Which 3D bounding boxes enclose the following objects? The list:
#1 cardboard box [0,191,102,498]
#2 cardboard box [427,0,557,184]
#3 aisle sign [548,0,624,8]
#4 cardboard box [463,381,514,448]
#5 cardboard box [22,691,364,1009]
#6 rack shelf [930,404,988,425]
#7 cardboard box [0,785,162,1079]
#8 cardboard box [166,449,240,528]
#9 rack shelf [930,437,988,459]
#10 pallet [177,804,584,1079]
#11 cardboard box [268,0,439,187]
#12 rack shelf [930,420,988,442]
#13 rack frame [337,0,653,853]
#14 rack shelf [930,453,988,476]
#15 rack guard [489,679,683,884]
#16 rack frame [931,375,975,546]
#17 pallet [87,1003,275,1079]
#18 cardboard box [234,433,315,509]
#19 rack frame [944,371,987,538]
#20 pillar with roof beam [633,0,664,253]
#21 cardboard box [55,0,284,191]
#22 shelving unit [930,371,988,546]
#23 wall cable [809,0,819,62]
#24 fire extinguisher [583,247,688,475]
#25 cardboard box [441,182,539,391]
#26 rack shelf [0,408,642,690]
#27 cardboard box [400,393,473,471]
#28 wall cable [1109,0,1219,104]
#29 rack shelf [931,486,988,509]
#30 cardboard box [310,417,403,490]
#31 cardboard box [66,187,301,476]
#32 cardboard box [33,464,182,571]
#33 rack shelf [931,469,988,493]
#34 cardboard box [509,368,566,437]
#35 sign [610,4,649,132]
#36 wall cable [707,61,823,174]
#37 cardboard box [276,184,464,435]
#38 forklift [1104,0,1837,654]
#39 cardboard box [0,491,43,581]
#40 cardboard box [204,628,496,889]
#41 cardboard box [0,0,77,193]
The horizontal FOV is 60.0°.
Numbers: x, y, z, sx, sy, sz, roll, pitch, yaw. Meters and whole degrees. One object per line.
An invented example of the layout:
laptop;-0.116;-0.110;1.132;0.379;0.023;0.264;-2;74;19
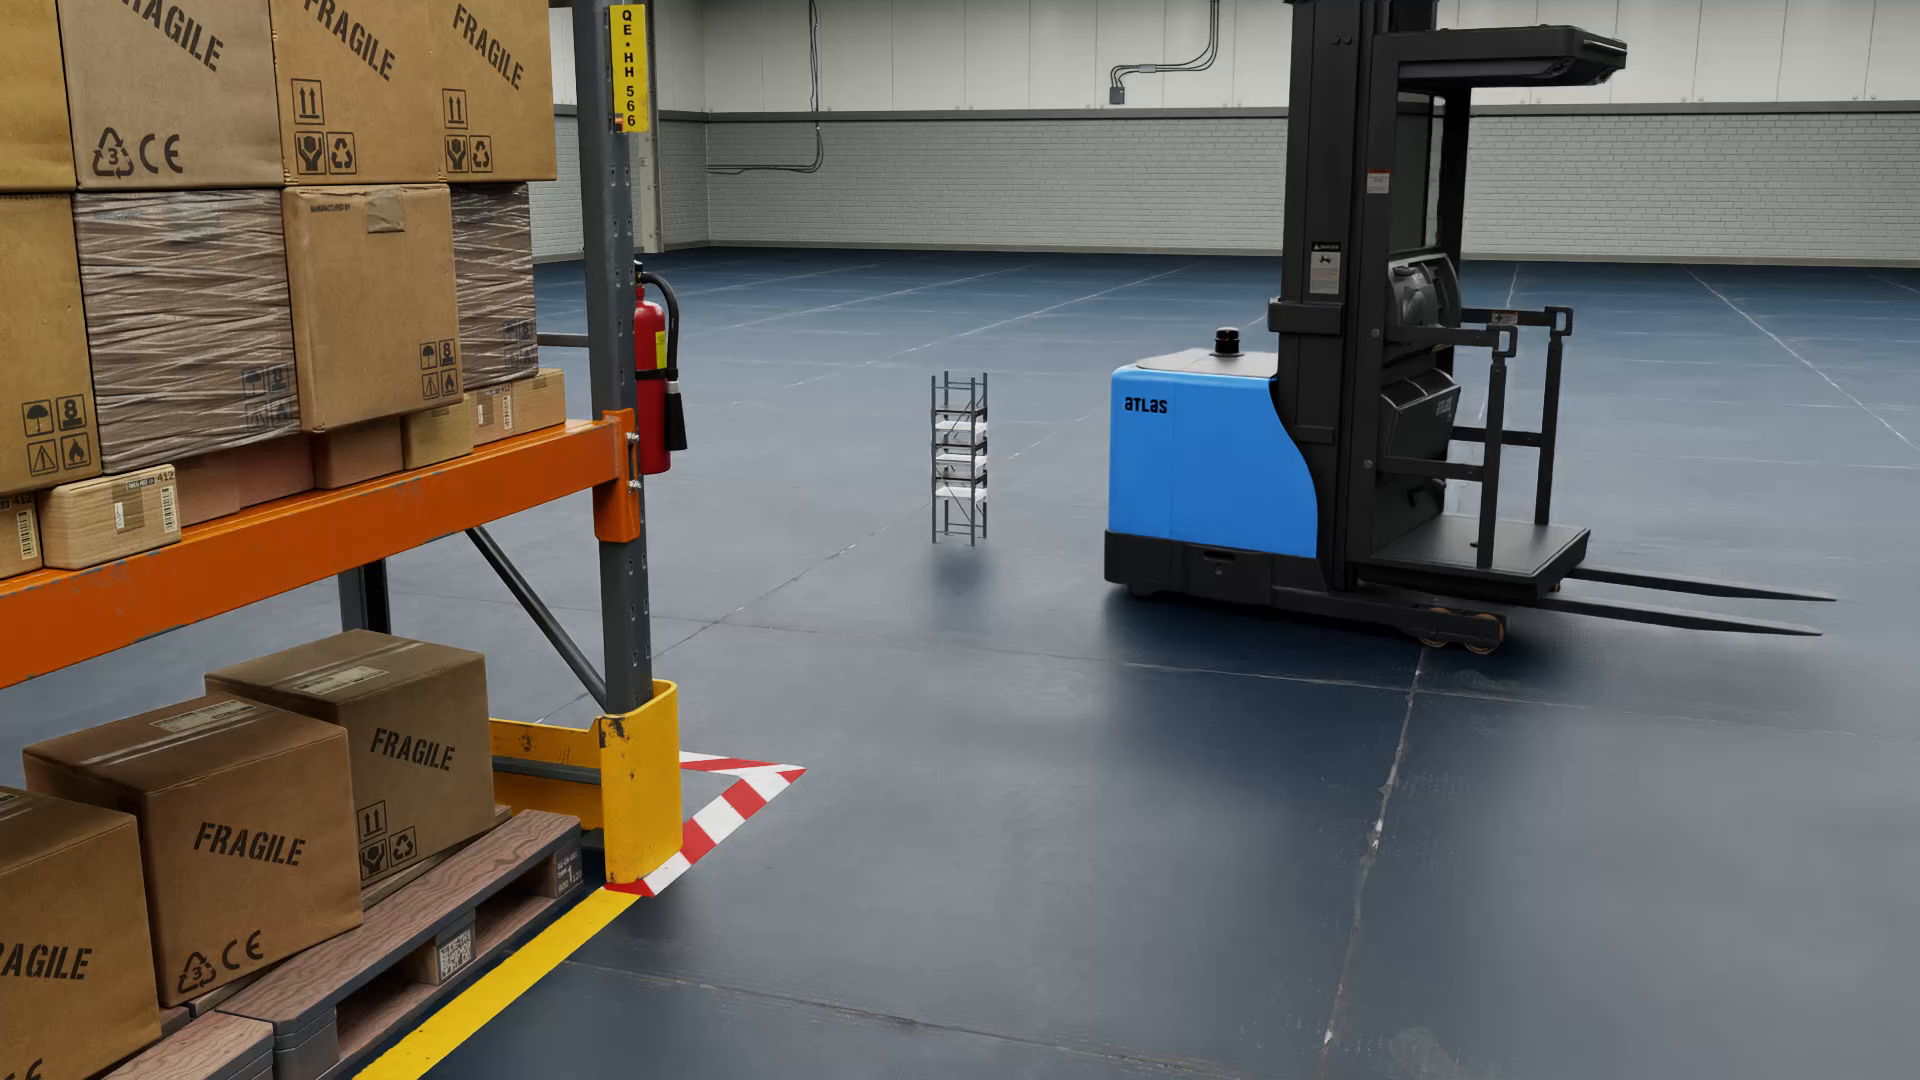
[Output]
cardboard box;-2.023;-0.336;2.827;0.875;0.500;0.500;4;14;18
cardboard box;-1.340;-1.125;4.034;0.500;0.500;0.500;4;14;18
aisle sign;-1.092;-1.836;4.448;0.394;0.787;0.004;4;14;18
cardboard box;-1.374;-0.327;4.244;0.380;0.149;0.250;4;14;18
cardboard box;-1.775;0.696;3.873;0.500;0.500;0.500;9;15;33
rack shelf;-0.003;-0.668;8.828;0.258;0.077;0.200;4;14;18
cardboard box;-1.995;0.826;3.302;0.500;0.500;0.500;6;14;24
cardboard box;-1.682;-0.115;3.316;0.380;0.149;0.250;4;14;18
rack shelf;-0.003;-0.492;8.868;0.258;0.077;0.200;4;14;18
pallet;-1.717;0.967;4.277;1.003;0.211;1.213;4;14;18
cardboard box;-1.496;-1.019;3.571;0.500;0.500;0.500;4;14;18
rack shelf;-0.003;-0.580;8.848;0.258;0.077;0.200;4;14;18
rack frame;-1.396;-0.577;4.775;1.000;3.000;0.127;4;14;18
rack shelf;-0.003;-0.405;8.888;0.258;0.077;0.200;4;14;18
rack guard;-1.420;0.658;4.983;1.175;0.500;0.348;4;14;18
rack frame;-0.036;-0.416;8.787;0.240;0.900;0.006;4;14;18
pallet;-2.113;1.223;3.155;1.003;0.211;1.213;4;14;18
cardboard box;-1.622;-0.169;3.554;0.380;0.149;0.250;4;14;18
rack frame;0.030;-0.458;8.974;0.240;0.900;0.006;4;14;18
pillar with roof beam;-2.769;-10.497;34.754;9.100;9.000;0.400;4;14;18
cardboard box;-1.660;-0.914;3.110;0.500;0.500;0.500;4;14;18
shelving unit;-0.003;-0.437;8.880;0.258;0.900;0.210;4;14;18
wall cable;-2.078;-12.085;37.343;3.097;2.526;0.112;4;14;18
fire extinguisher;-0.923;-0.530;4.743;0.296;0.674;0.183;4;14;18
cardboard box;-1.600;-0.657;4.232;0.875;0.500;0.500;4;14;18
rack shelf;-2.043;0.195;3.010;1.077;0.370;4.000;4;14;18
cardboard box;-1.406;-0.271;3.997;0.380;0.149;0.250;4;14;18
wall cable;4.340;-12.303;35.025;2.305;6.003;0.169;4;14;18
rack shelf;-0.003;-0.229;8.928;0.258;0.077;0.200;4;14;18
cardboard box;-1.502;-0.219;3.772;0.380;0.149;0.250;4;14;18
cardboard box;-1.851;-0.441;3.285;0.875;0.500;0.500;4;14;18
cardboard box;-1.679;-0.056;3.058;0.380;0.149;0.250;4;14;18
rack shelf;-0.003;-0.317;8.908;0.258;0.077;0.200;4;14;18
cardboard box;-1.293;-0.380;4.475;0.380;0.149;0.250;4;14;18
sign;-0.877;-1.251;4.417;0.100;0.325;0.005;4;14;18
wall cable;-4.638;-9.818;38.758;3.097;2.526;0.112;4;14;18
cardboard box;-1.648;-0.543;3.733;0.875;0.500;0.500;4;14;18
forklift;2.203;-1.089;7.173;3.031;2.935;1.130;8;15;31
cardboard box;-1.825;-0.009;2.849;0.380;0.149;0.250;4;14;18
cardboard box;-1.614;0.567;4.435;0.500;0.500;0.500;7;15;29
cardboard box;-1.830;-0.809;2.652;0.500;0.500;0.500;4;14;18
